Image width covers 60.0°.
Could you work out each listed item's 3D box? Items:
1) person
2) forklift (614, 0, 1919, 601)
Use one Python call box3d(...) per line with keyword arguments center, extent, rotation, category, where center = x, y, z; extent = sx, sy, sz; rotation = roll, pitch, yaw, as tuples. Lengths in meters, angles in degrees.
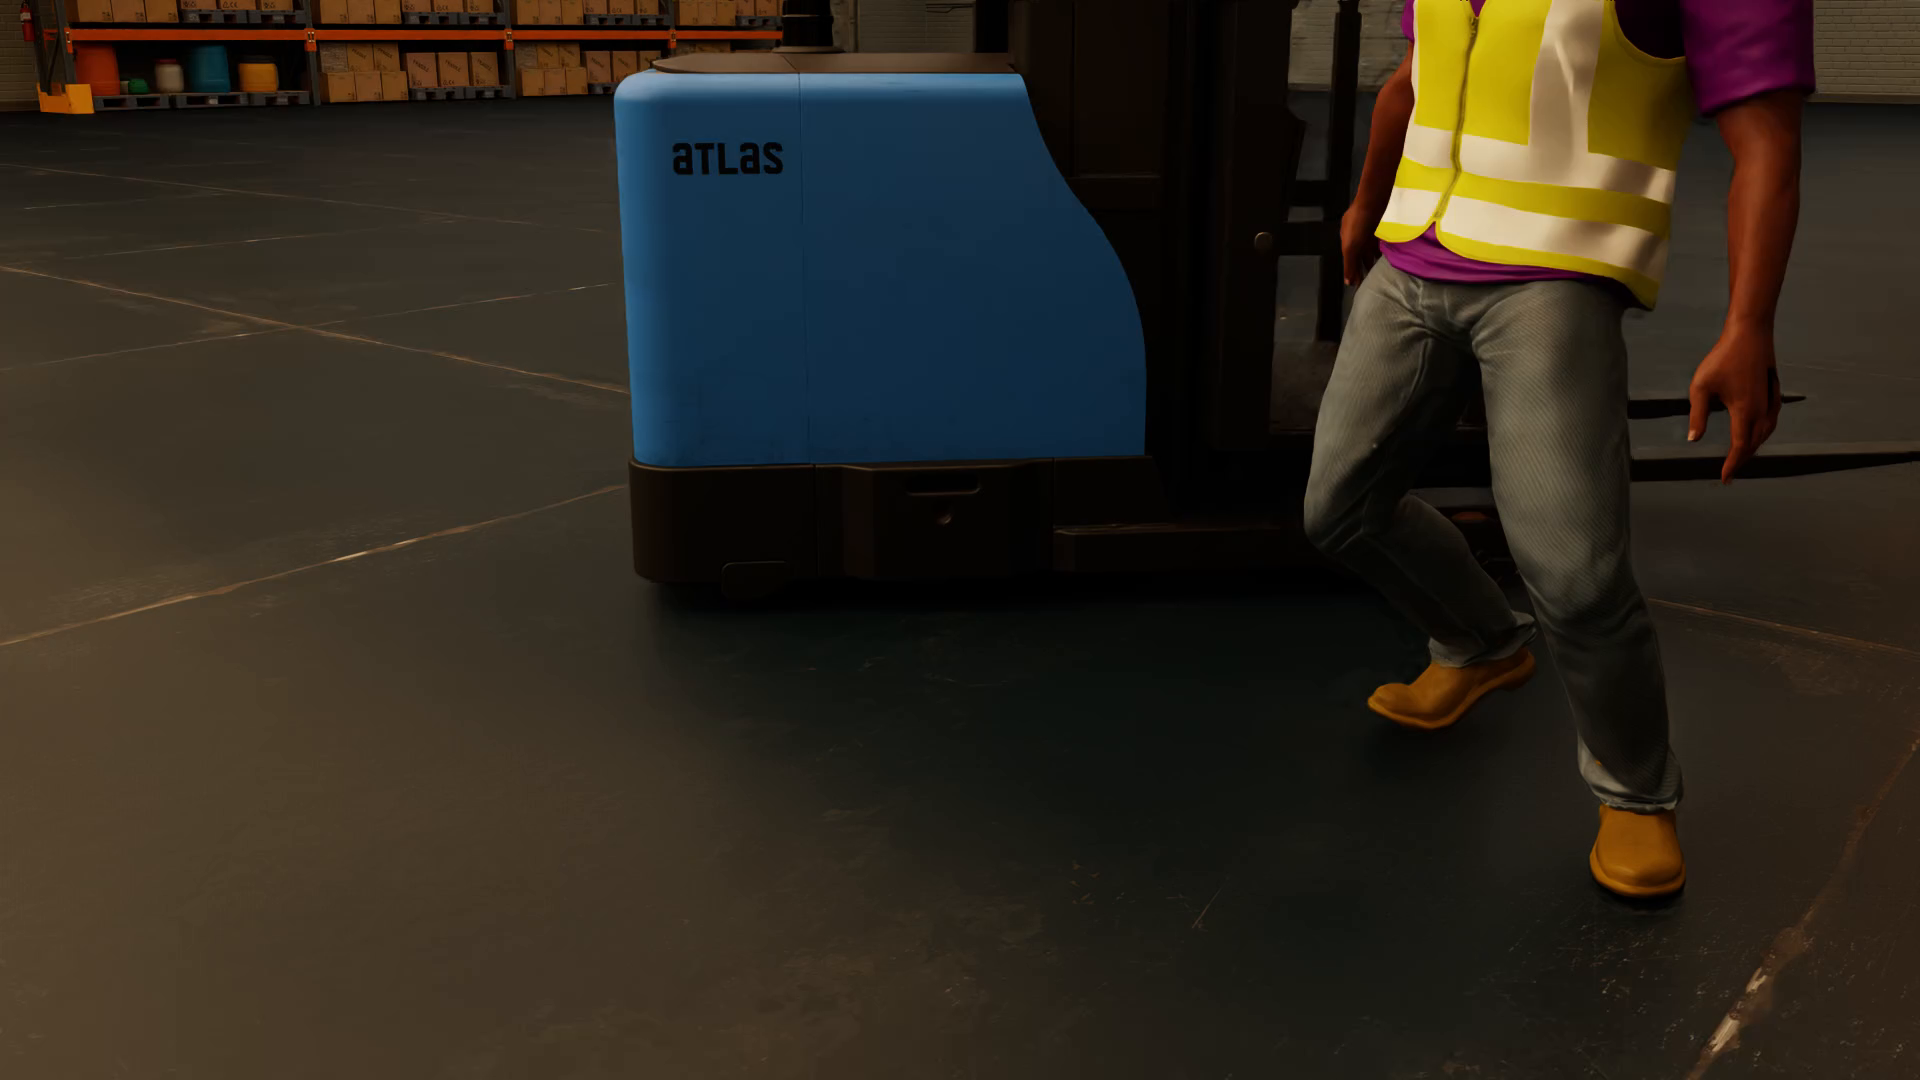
box3d(center=(0.823, -0.416, 2.427), extent=(0.491, 1.683, 0.935), rotation=(-8, 19, -24), category="person")
box3d(center=(0.778, -1.441, 3.644), extent=(3.031, 2.935, 1.130), rotation=(-2, 17, -6), category="forklift")
